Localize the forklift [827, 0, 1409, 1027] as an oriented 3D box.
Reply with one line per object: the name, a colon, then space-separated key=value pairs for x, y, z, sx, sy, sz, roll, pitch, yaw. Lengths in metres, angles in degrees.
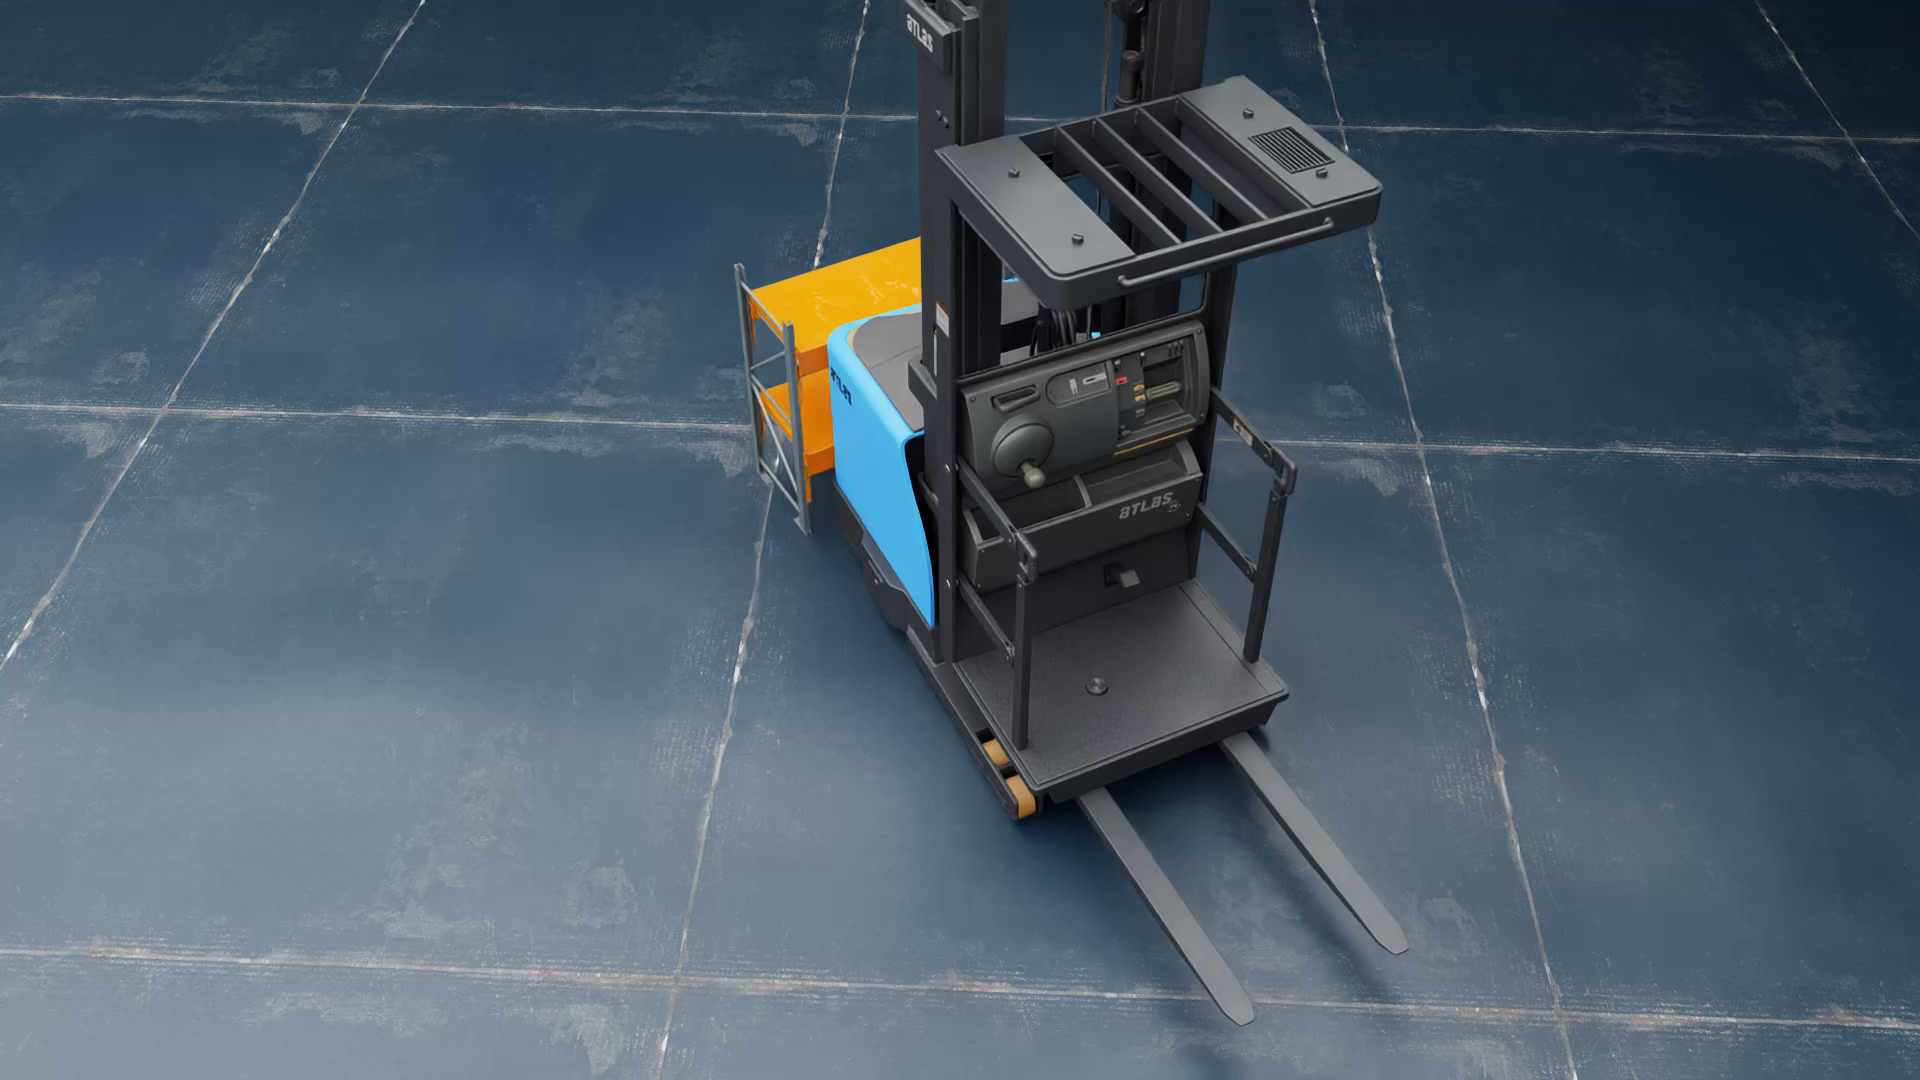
forklift: x=0.544 y=-0.377 z=5.590 sx=1.130 sy=2.935 sz=3.031 roll=-18 pitch=46 yaw=-19

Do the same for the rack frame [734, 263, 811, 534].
rack frame: x=-0.801 y=-0.590 z=7.143 sx=0.032 sy=1.125 sz=0.500 roll=-22 pitch=47 yaw=-22

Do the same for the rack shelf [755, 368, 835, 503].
rack shelf: x=-0.362 y=-0.586 z=7.498 sx=1.000 sy=0.278 sz=0.538 roll=-22 pitch=47 yaw=-22

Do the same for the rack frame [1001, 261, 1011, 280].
rack frame: x=0.076 y=-0.941 z=7.520 sx=0.032 sy=1.125 sz=0.500 roll=-22 pitch=47 yaw=-22

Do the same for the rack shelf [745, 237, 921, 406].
rack shelf: x=-0.362 y=-0.979 z=7.132 sx=1.000 sy=0.278 sz=0.538 roll=-22 pitch=47 yaw=-22

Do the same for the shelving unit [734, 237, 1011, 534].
shelving unit: x=-0.362 y=-0.765 z=7.332 sx=1.048 sy=1.125 sz=0.538 roll=-22 pitch=47 yaw=-22
